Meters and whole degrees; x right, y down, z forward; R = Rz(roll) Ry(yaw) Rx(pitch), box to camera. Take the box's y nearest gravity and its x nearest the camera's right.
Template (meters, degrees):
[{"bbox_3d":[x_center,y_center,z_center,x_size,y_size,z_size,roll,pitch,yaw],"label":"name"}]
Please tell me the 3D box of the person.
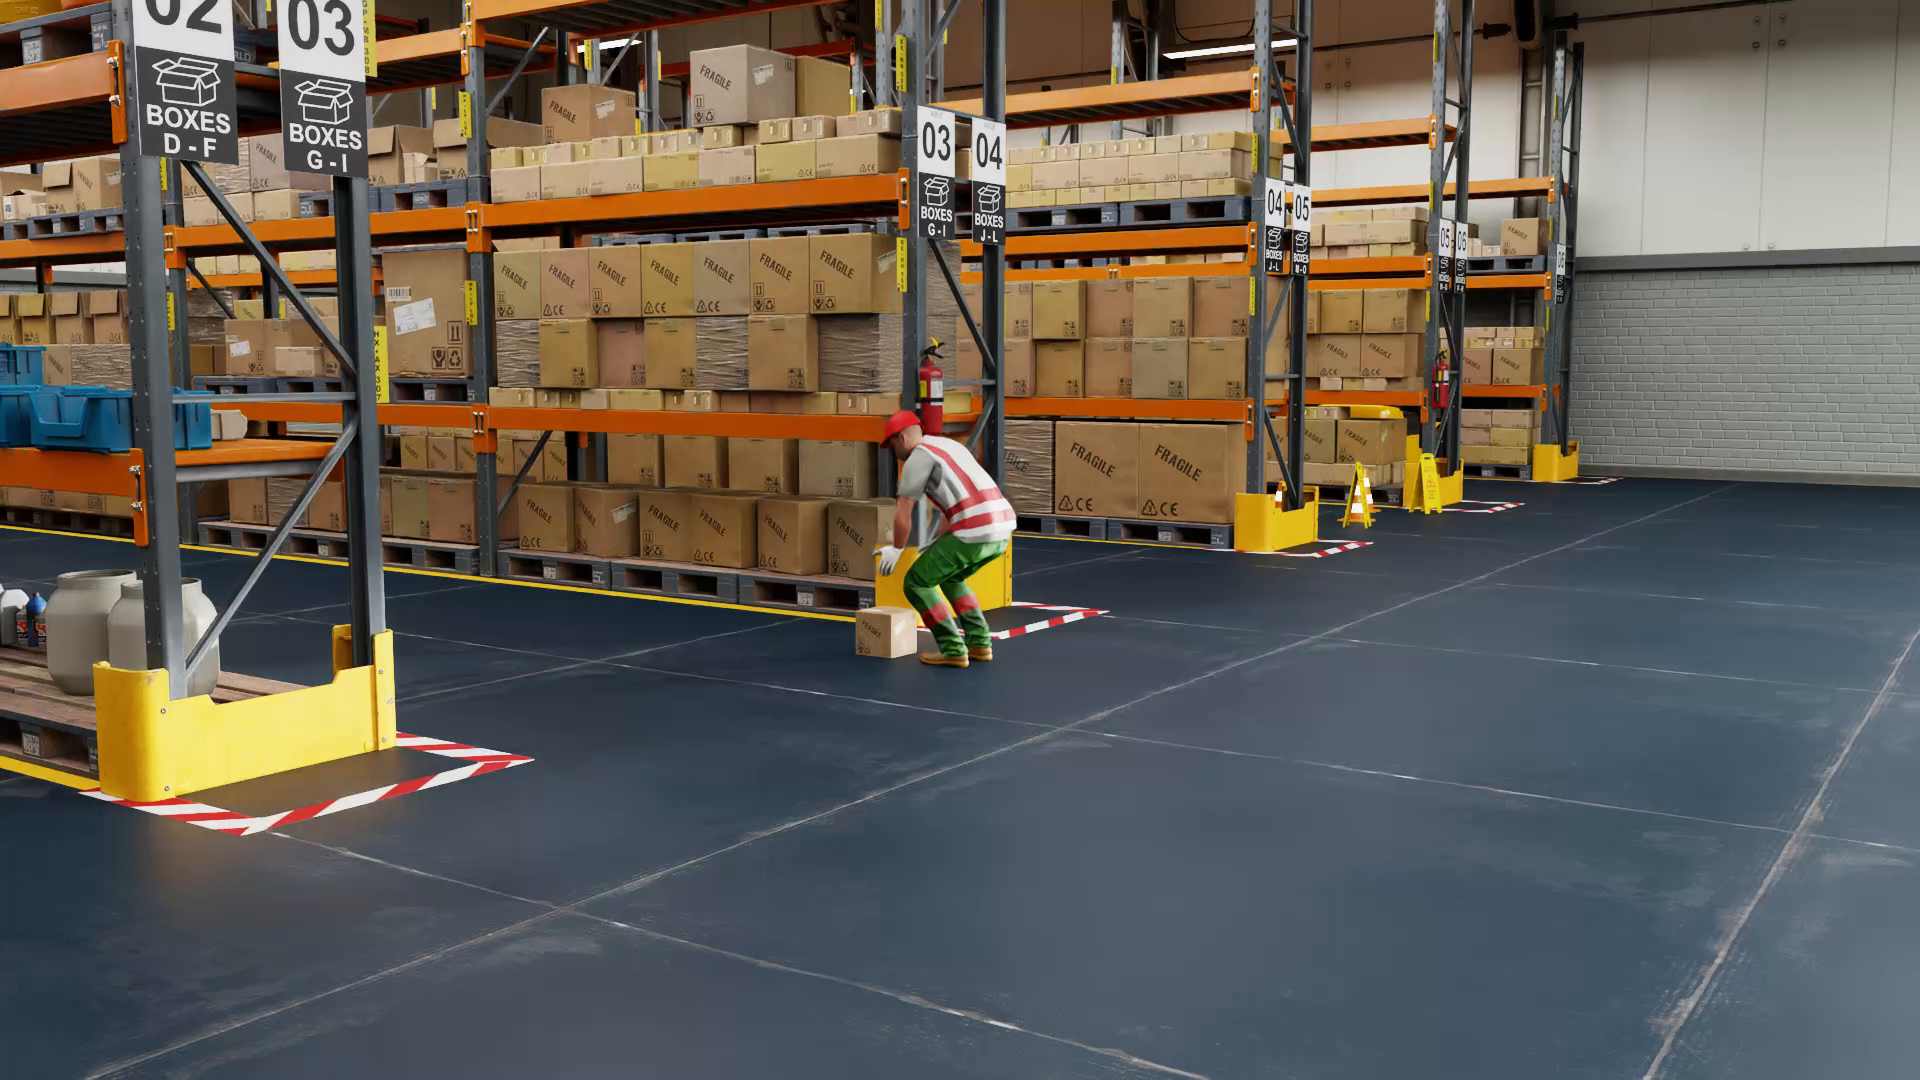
[{"bbox_3d":[-0.096,-0.013,9.116,0.782,1.381,0.584,4,7,34],"label":"person"}]
